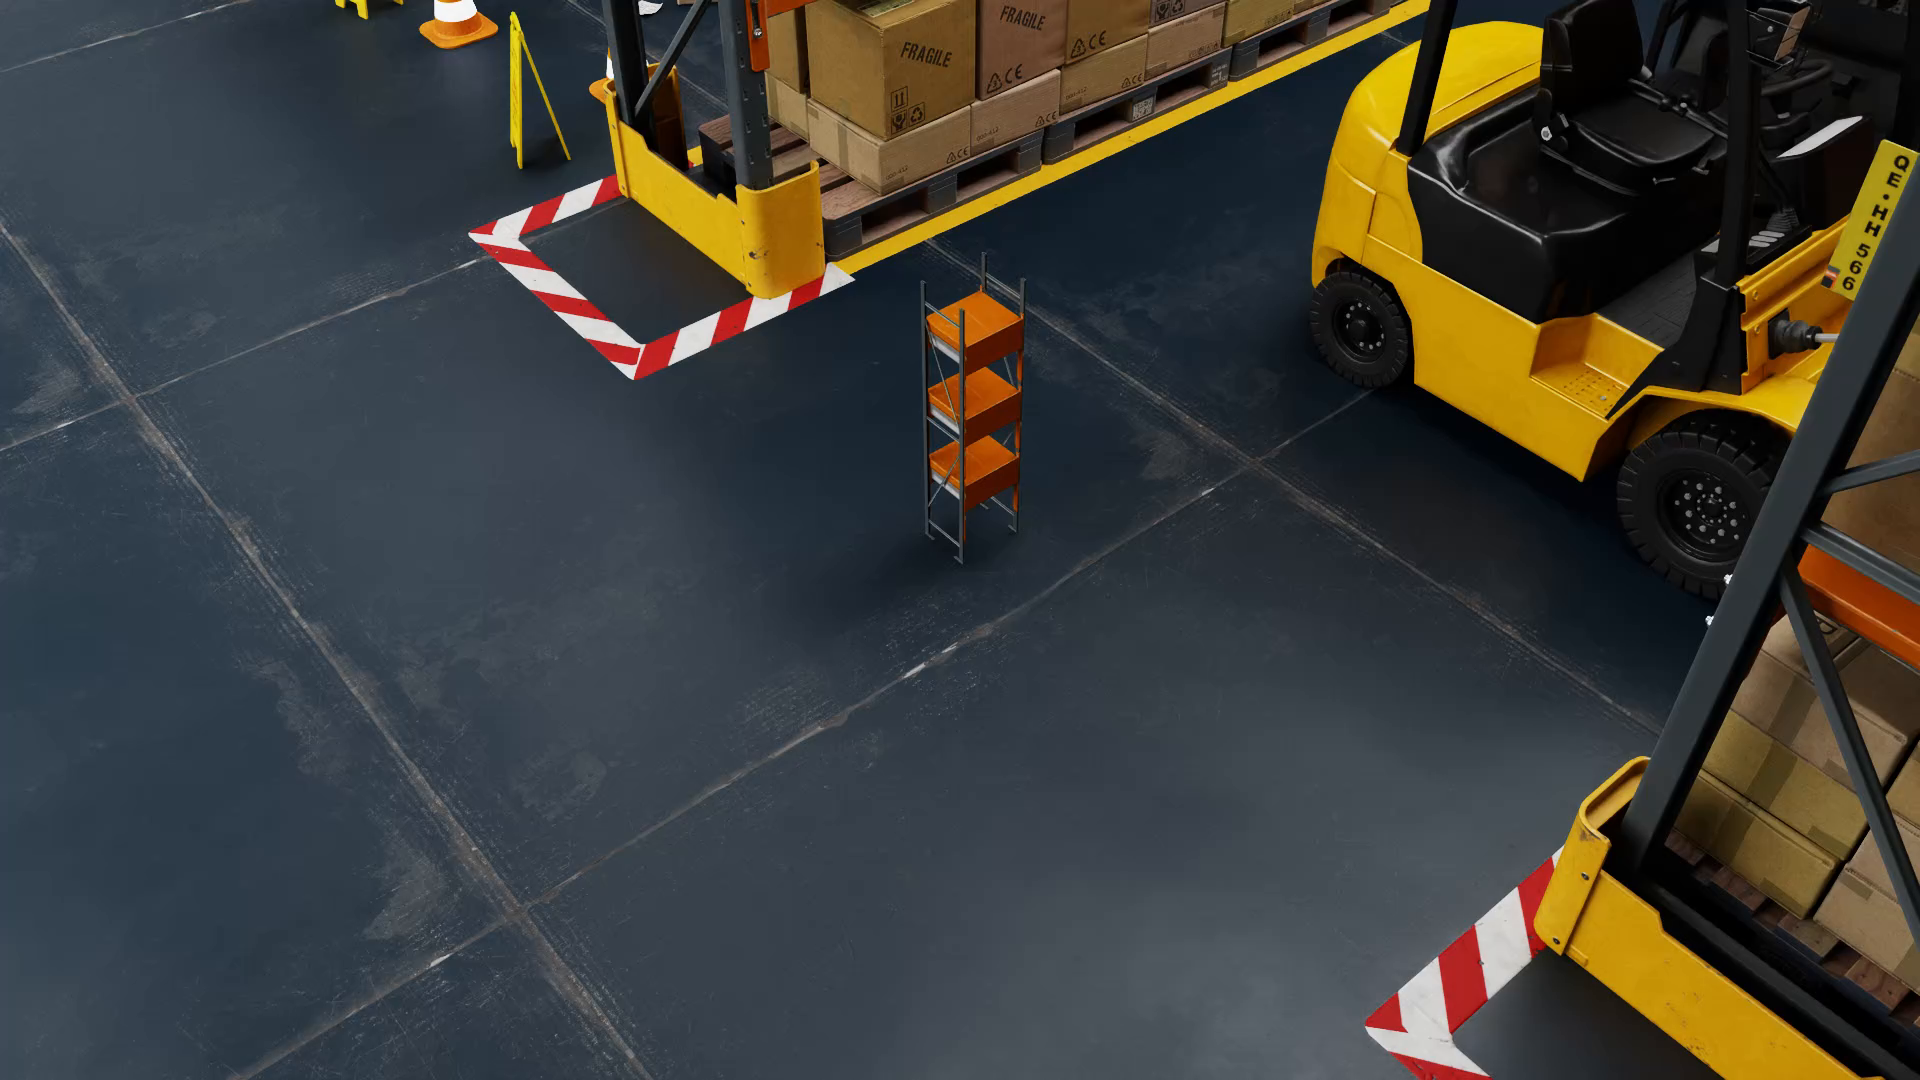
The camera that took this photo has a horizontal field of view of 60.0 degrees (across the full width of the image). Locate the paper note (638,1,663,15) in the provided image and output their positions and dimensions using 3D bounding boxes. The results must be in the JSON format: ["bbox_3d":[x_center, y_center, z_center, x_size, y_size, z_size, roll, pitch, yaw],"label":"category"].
[{"bbox_3d":[-1.651,-2.786,8.694,0.148,0.019,0.142,22,47,21],"label":"paper note"}]

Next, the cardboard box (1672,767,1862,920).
[{"bbox_3d":[2.246,0.674,4.543,0.500,0.250,0.500,-29,51,-28],"label":"cardboard box"}]

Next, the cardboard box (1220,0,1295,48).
[{"bbox_3d":[1.286,-2.676,8.109,0.500,0.250,0.500,-31,51,-29],"label":"cardboard box"}]

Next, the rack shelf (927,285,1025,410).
[{"bbox_3d":[0.041,-0.605,5.229,0.240,0.259,0.215,-30,51,-28],"label":"rack shelf"}]

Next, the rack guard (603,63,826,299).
[{"bbox_3d":[-1.041,-1.530,7.014,0.348,0.500,1.175,-30,51,-28],"label":"rack guard"}]

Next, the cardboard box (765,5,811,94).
[{"bbox_3d":[-0.652,-2.321,7.184,0.500,0.500,0.500,-29,51,-28],"label":"cardboard box"}]

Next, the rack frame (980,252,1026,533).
[{"bbox_3d":[0.135,-0.460,5.473,0.008,1.050,0.200,-30,51,-28],"label":"rack frame"}]

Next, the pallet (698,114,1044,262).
[{"bbox_3d":[-0.395,-1.763,7.473,1.213,0.211,1.003,-30,51,-28],"label":"pallet"}]

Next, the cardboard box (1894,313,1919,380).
[{"bbox_3d":[2.175,-0.375,3.412,0.250,0.149,0.380,-29,50,-27],"label":"cardboard box"}]

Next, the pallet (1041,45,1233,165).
[{"bbox_3d":[0.540,-2.296,8.041,1.213,0.211,1.003,-30,51,-28],"label":"pallet"}]

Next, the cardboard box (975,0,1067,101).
[{"bbox_3d":[0.113,-2.284,7.145,0.500,0.500,0.500,-32,52,-29],"label":"cardboard box"}]

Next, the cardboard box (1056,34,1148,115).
[{"bbox_3d":[0.504,-2.234,7.640,0.500,0.250,0.500,-26,49,-25],"label":"cardboard box"}]

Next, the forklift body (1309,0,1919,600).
[{"bbox_3d":[2.372,-1.284,5.547,1.214,2.155,2.313,-30,51,-28],"label":"forklift body"}]

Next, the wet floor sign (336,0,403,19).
[{"bbox_3d":[-3.104,-3.052,8.528,0.267,0.644,0.232,30,51,28],"label":"wet floor sign"}]

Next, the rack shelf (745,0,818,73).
[{"bbox_3d":[0.435,-3.024,7.304,4.000,0.370,1.077,-30,51,-28],"label":"rack shelf"}]

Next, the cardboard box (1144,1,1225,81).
[{"bbox_3d":[0.893,-2.455,7.874,0.500,0.250,0.500,-29,50,-27],"label":"cardboard box"}]

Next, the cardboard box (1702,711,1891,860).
[{"bbox_3d":[2.261,0.486,4.378,0.500,0.250,0.500,-30,51,-28],"label":"cardboard box"}]

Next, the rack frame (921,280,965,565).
[{"bbox_3d":[-0.053,-0.353,5.359,0.008,1.050,0.200,-30,51,-28],"label":"rack frame"}]

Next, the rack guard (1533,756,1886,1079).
[{"bbox_3d":[2.070,1.119,4.194,0.348,0.500,1.175,-30,51,-28],"label":"rack guard"}]

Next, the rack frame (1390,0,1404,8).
[{"bbox_3d":[1.969,-4.165,7.993,0.127,3.000,1.000,-30,51,-28],"label":"rack frame"}]

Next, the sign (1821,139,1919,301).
[{"bbox_3d":[1.751,-0.602,3.182,0.005,0.325,0.100,-30,51,-28],"label":"sign"}]

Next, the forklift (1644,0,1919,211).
[{"bbox_3d":[3.485,-2.600,6.378,1.130,2.935,3.031,29,51,28],"label":"forklift"}]

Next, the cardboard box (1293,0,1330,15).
[{"bbox_3d":[1.688,-2.915,8.364,0.500,0.250,0.500,-28,50,-26],"label":"cardboard box"}]

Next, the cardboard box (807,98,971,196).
[{"bbox_3d":[-0.303,-1.768,7.143,0.500,0.250,0.500,-30,51,-28],"label":"cardboard box"}]

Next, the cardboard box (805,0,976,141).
[{"bbox_3d":[-0.285,-2.052,6.898,0.500,0.500,0.500,-32,52,-29],"label":"cardboard box"}]

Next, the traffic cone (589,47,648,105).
[{"bbox_3d":[-1.597,-2.349,7.914,0.334,0.463,0.336,-30,51,-28],"label":"traffic cone"}]

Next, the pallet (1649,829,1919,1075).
[{"bbox_3d":[2.648,0.856,4.685,1.213,0.211,1.003,-30,51,-28],"label":"pallet"}]

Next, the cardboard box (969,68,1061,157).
[{"bbox_3d":[0.093,-1.988,7.377,0.500,0.250,0.500,-28,50,-27],"label":"cardboard box"}]

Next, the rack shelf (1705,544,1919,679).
[{"bbox_3d":[3.622,-0.419,4.531,4.000,0.370,1.077,-30,51,-28],"label":"rack shelf"}]

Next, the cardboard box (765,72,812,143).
[{"bbox_3d":[-0.633,-2.065,7.460,0.500,0.250,0.500,-30,51,-28],"label":"cardboard box"}]

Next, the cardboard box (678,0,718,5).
[{"bbox_3d":[-1.390,-3.005,8.841,0.250,0.149,0.380,-7,44,-7],"label":"cardboard box"}]

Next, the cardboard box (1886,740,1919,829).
[{"bbox_3d":[2.578,0.570,3.923,0.500,0.250,0.500,-31,51,-28],"label":"cardboard box"}]

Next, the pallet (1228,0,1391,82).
[{"bbox_3d":[1.477,-2.835,8.614,1.213,0.211,1.003,-30,51,-28],"label":"pallet"}]

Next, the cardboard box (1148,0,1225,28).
[{"bbox_3d":[0.908,-2.739,7.629,0.500,0.500,0.500,-27,50,-26],"label":"cardboard box"}]

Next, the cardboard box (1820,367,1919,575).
[{"bbox_3d":[2.297,-0.193,3.692,0.500,0.500,0.500,-31,51,-29],"label":"cardboard box"}]

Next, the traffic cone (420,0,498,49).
[{"bbox_3d":[-2.570,-2.783,8.375,0.334,0.463,0.336,-30,51,-28],"label":"traffic cone"}]

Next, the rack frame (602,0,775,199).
[{"bbox_3d":[-1.099,-2.408,6.123,0.127,3.000,1.000,-30,51,-28],"label":"rack frame"}]

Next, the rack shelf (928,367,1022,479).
[{"bbox_3d":[0.041,-0.399,5.423,0.240,0.259,0.215,-30,51,-28],"label":"rack shelf"}]

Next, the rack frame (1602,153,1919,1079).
[{"bbox_3d":[2.088,0.197,3.349,0.127,3.000,1.000,-30,51,-28],"label":"rack frame"}]

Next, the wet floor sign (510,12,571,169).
[{"bbox_3d":[-1.931,-2.028,7.438,0.232,0.644,0.267,-14,45,-14],"label":"wet floor sign"}]

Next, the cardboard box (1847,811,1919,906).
[{"bbox_3d":[2.582,0.767,4.079,0.500,0.250,0.500,-29,50,-27],"label":"cardboard box"}]

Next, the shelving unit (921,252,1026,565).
[{"bbox_3d":[0.041,-0.406,5.416,0.252,1.050,0.215,-30,51,-28],"label":"shelving unit"}]

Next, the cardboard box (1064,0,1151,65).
[{"bbox_3d":[0.503,-2.500,7.375,0.500,0.500,0.500,-29,50,-27],"label":"cardboard box"}]

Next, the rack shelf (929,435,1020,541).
[{"bbox_3d":[0.041,-0.196,5.613,0.240,0.259,0.215,-30,51,-28],"label":"rack shelf"}]

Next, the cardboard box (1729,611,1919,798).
[{"bbox_3d":[2.241,0.316,4.194,0.500,0.250,0.500,-28,50,-27],"label":"cardboard box"}]

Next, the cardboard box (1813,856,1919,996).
[{"bbox_3d":[2.591,0.933,4.267,0.500,0.250,0.500,-30,51,-28],"label":"cardboard box"}]
